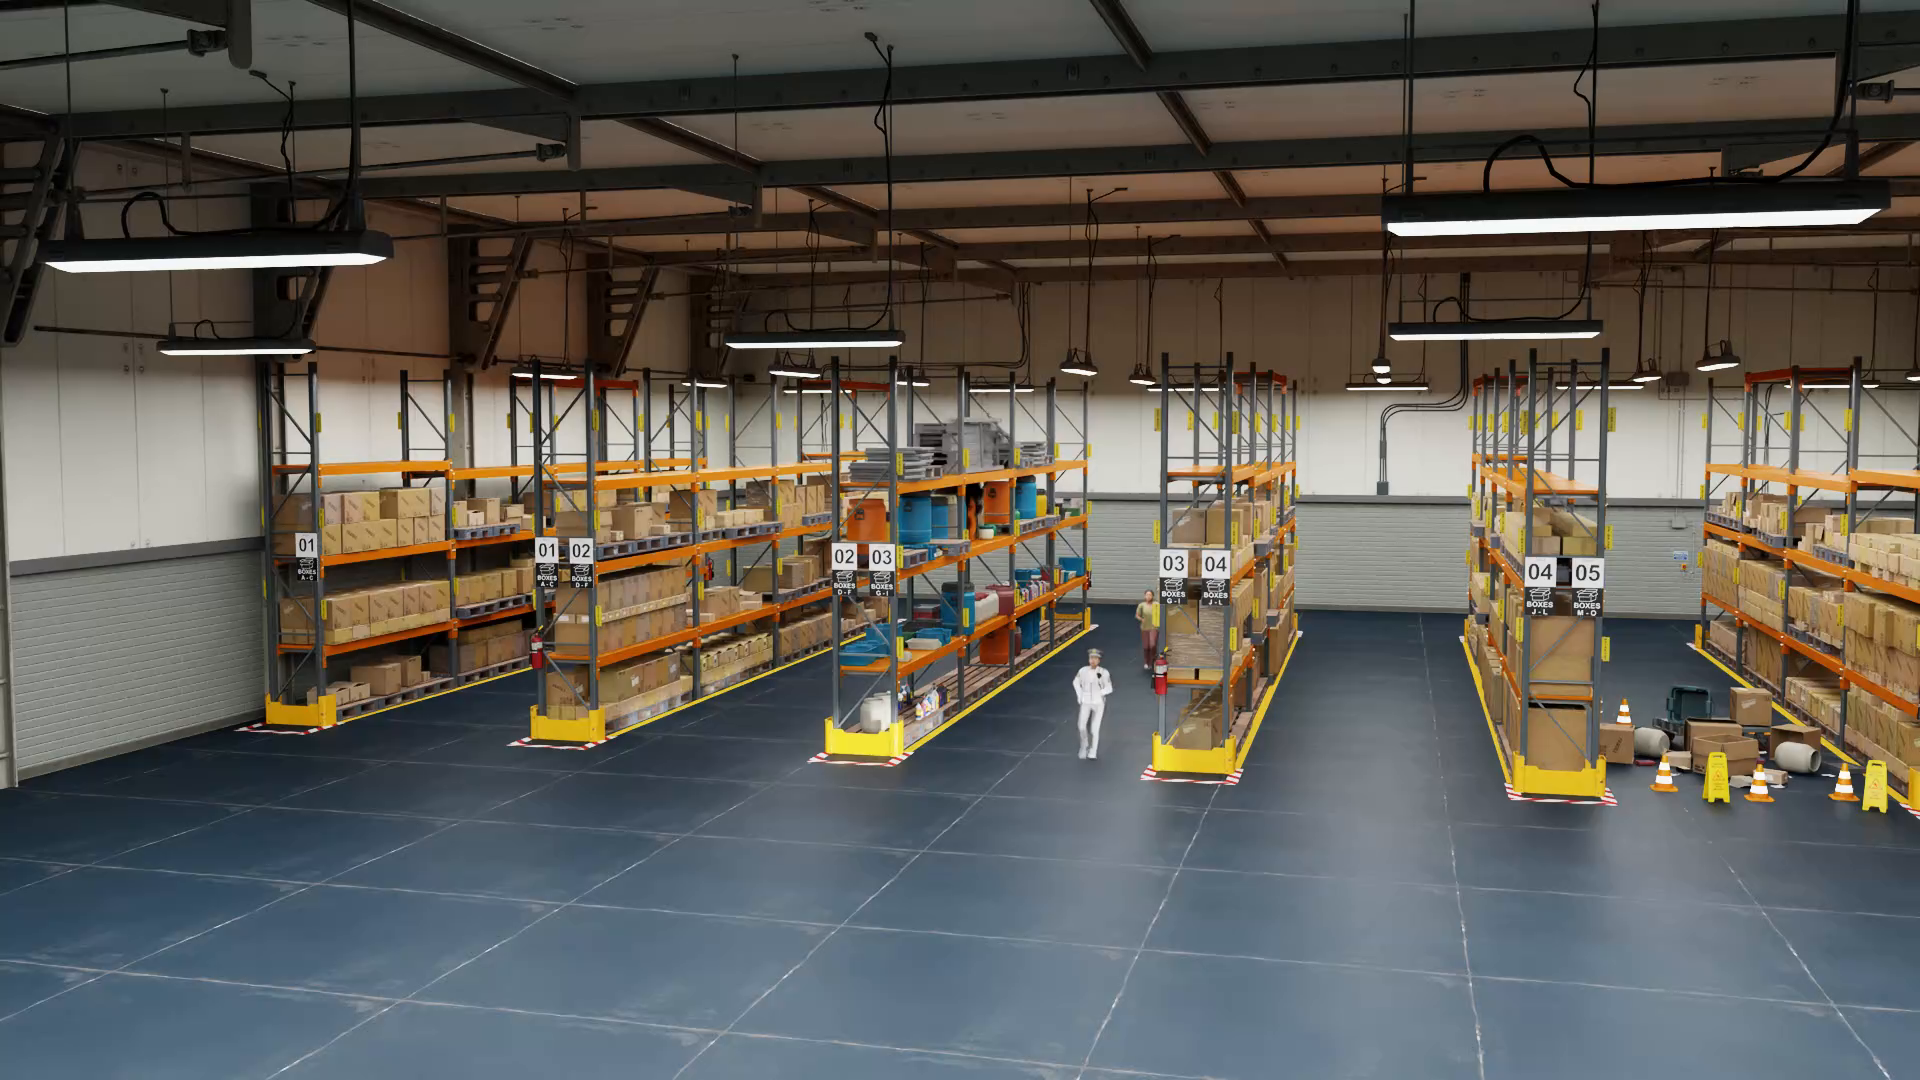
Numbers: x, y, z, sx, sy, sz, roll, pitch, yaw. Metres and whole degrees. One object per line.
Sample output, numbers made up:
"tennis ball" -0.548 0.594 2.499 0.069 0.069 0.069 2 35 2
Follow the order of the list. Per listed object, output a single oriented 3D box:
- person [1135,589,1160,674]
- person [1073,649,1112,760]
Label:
"person" 3.809 1.840 33.355 0.592 1.719 0.698 1 4 12
"person" 1.947 2.439 24.637 0.613 1.670 0.609 1 4 13
